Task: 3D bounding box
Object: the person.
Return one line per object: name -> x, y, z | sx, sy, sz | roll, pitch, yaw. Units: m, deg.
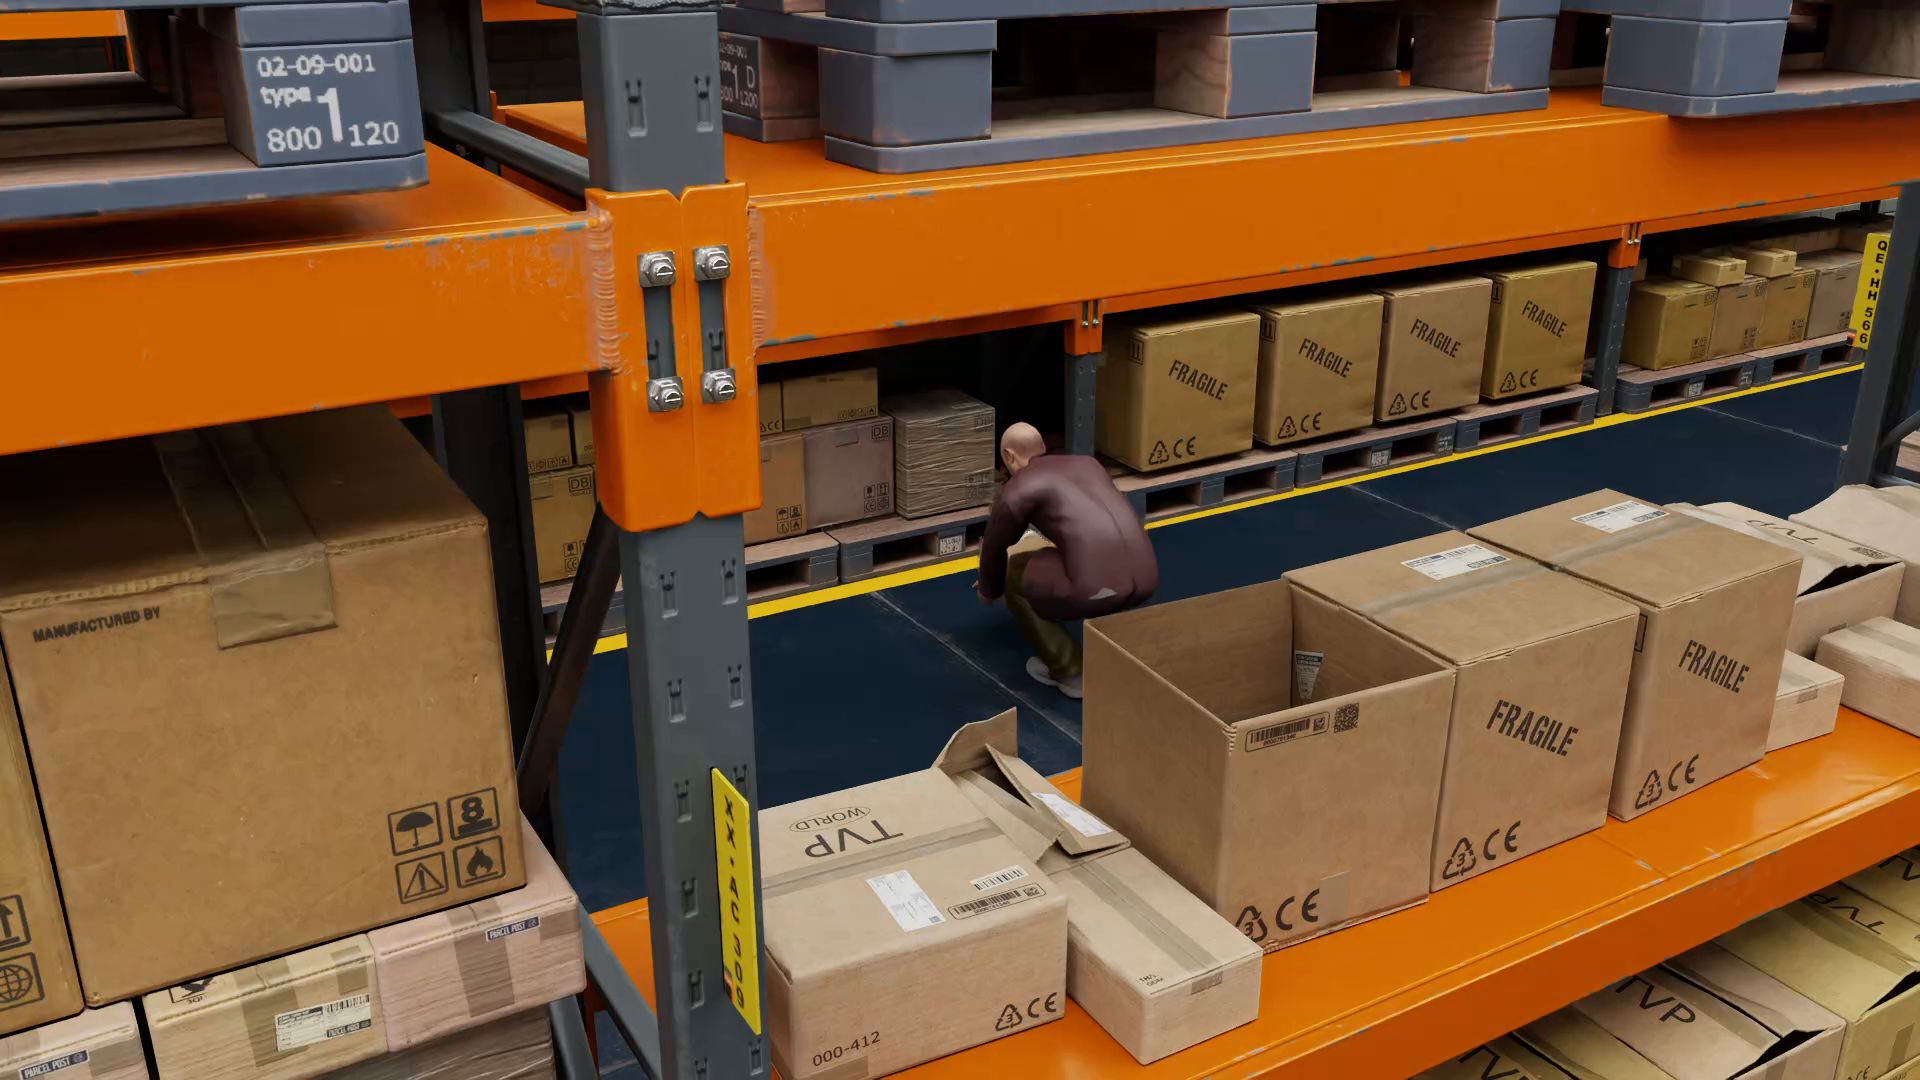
person -> 0.441, 0.069, 6.954 | 0.612, 1.032, 0.909 | -12, 25, -28
